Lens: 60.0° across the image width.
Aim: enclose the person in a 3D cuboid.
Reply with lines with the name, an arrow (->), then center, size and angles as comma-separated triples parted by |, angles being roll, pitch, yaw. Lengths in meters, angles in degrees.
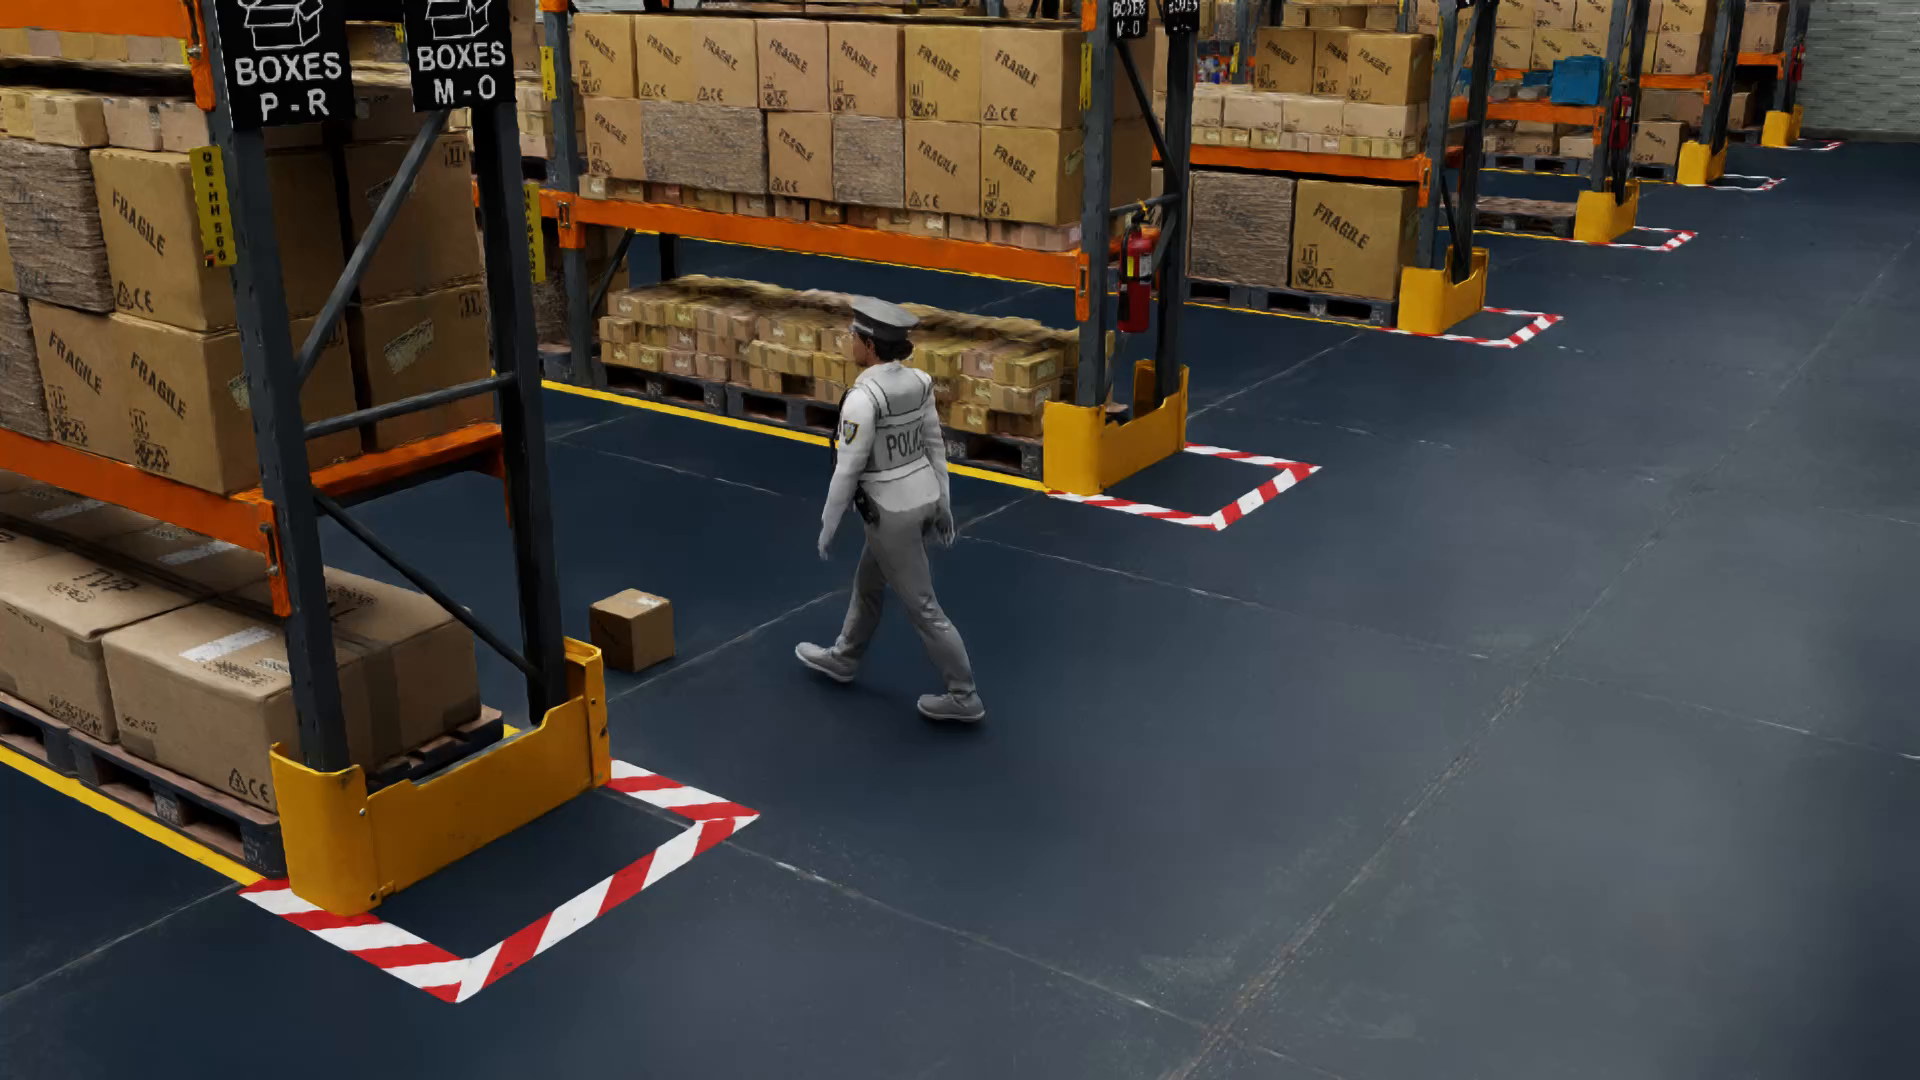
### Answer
person -> -0.327, -0.121, 6.390 | 0.927, 1.625, 0.505 | 10, 22, 26
